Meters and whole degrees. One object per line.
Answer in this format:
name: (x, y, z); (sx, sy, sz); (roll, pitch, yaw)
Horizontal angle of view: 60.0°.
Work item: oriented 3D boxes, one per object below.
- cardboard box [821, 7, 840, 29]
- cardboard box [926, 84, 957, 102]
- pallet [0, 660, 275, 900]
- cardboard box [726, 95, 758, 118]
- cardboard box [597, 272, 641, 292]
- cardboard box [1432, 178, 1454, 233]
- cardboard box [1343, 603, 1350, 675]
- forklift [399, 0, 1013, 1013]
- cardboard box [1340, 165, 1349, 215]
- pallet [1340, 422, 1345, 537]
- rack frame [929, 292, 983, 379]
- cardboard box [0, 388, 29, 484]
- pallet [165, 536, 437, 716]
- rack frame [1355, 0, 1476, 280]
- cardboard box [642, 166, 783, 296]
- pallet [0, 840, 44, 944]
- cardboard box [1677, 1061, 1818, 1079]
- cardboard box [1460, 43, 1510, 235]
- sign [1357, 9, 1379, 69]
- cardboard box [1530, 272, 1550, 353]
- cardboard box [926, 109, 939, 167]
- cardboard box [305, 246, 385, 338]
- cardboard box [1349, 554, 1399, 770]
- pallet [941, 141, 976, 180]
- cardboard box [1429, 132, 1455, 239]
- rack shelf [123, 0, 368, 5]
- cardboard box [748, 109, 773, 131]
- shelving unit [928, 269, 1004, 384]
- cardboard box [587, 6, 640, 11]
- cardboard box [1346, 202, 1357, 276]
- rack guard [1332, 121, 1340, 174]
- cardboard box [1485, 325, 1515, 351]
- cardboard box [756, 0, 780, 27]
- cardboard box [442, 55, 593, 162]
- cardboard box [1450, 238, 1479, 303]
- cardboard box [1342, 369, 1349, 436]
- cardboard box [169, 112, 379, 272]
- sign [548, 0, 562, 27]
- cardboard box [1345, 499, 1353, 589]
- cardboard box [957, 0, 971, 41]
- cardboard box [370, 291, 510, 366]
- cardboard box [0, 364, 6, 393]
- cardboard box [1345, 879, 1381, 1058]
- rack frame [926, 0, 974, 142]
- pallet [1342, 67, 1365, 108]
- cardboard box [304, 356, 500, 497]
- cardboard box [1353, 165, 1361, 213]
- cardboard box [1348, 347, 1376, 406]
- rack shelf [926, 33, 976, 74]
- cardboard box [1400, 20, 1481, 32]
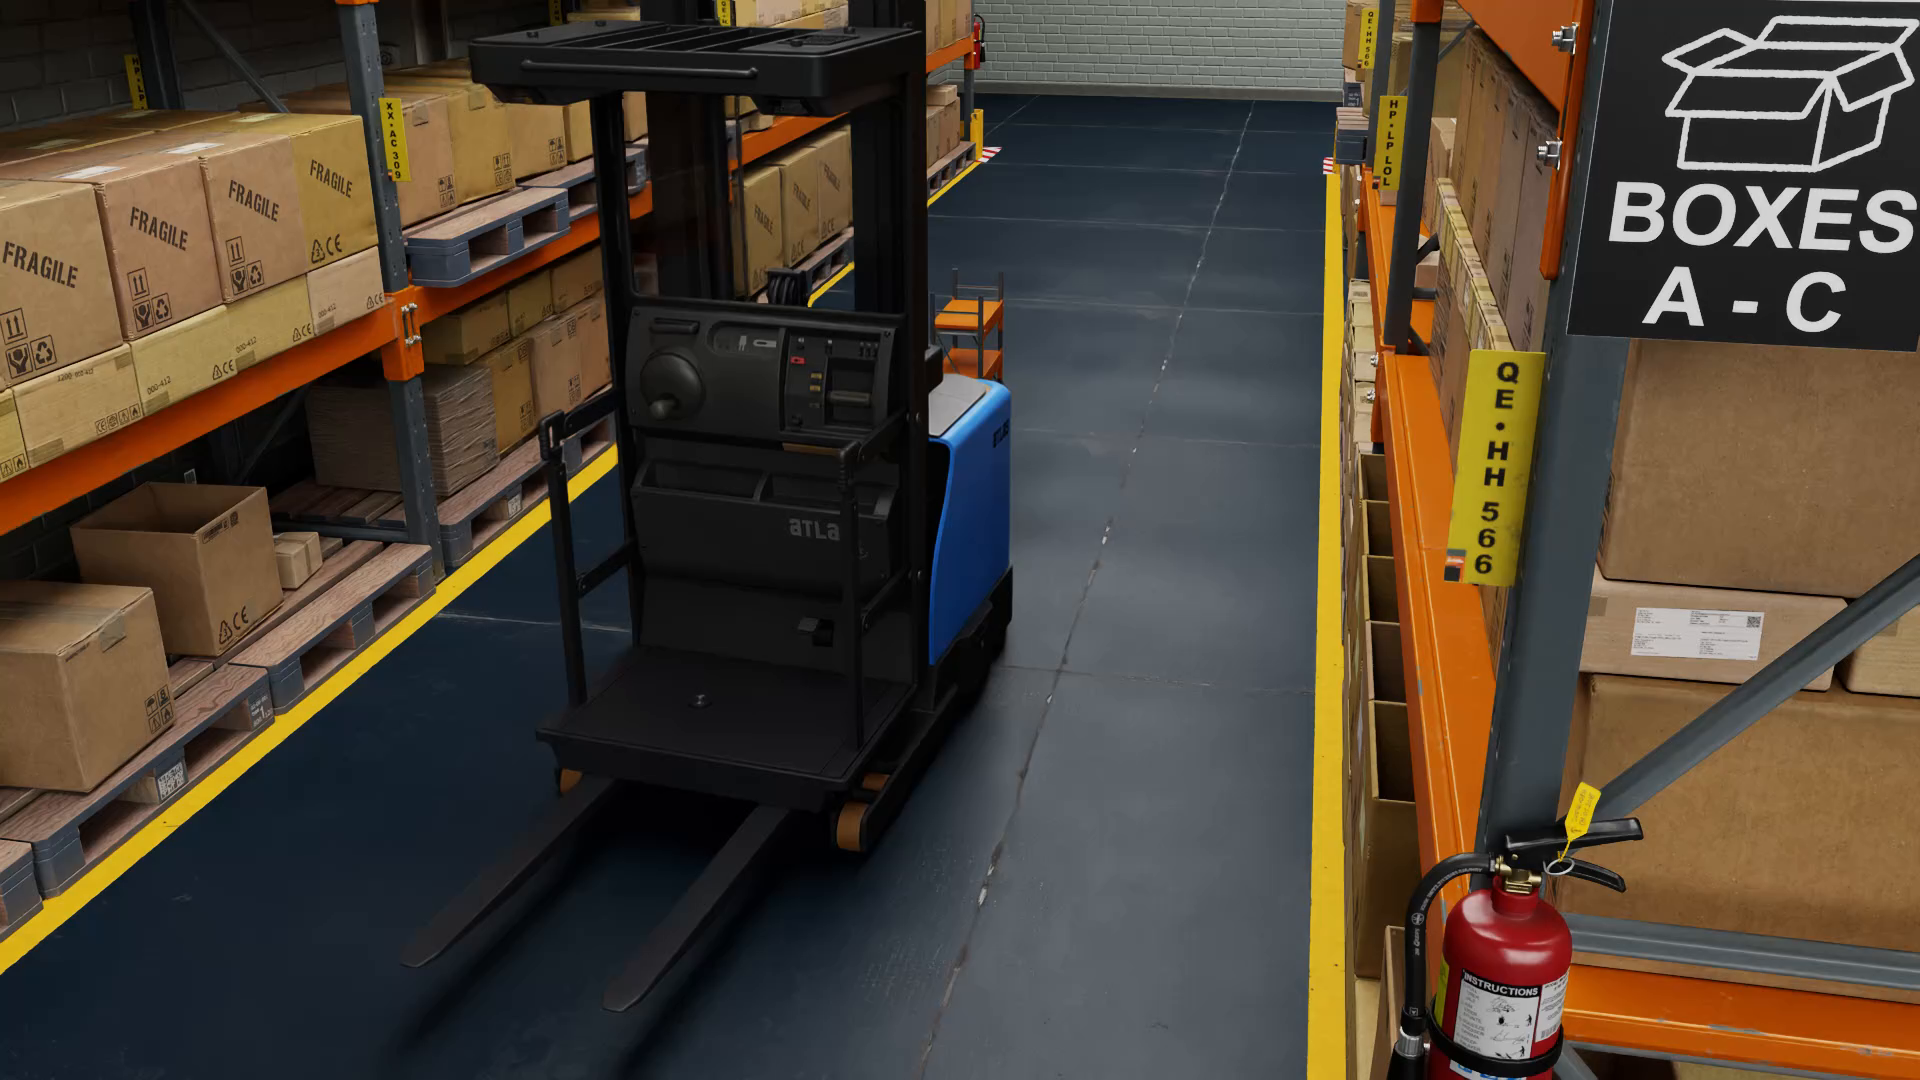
cardboard box: (-1.218, -3.798, 12.710); (0.500, 0.500, 0.500); (4, 22, 11)
cardboard box: (-0.242, -4.638, 17.269); (0.380, 0.149, 0.250); (4, 22, 10)
pallet: (-3.147, 0.752, 5.703); (1.003, 0.211, 1.213); (4, 22, 11)
cardboard box: (-1.632, -3.052, 10.857); (0.500, 0.500, 0.500); (5, 22, 13)
cardboard box: (-2.296, -1.298, 9.818); (0.700, 0.500, 0.500); (4, 22, 11)
cardboard box: (1.808, -1.125, 5.629); (0.380, 0.149, 0.250); (4, 22, 11)
cardboard box: (1.661, 0.366, 6.047); (0.500, 0.250, 0.500); (4, 22, 11)
forklift: (-0.721, -0.521, 5.223); (1.130, 2.935, 3.031); (7, 23, 16)
cardboard box: (3.524, -3.061, 14.196); (0.500, 0.500, 0.500); (4, 22, 11)
pallet: (2.412, -0.287, 8.284); (1.003, 0.211, 1.213); (4, 22, 11)
rack frame: (-0.016, -0.528, 7.558); (0.240, 1.200, 0.015); (4, 22, 11)
cardboard box: (-3.002, -0.245, 4.621); (0.500, 0.250, 0.500); (4, 22, 10)
pallet: (-2.900, 0.305, 6.815); (1.003, 0.211, 1.213); (4, 22, 11)
rack frame: (2.869, -2.324, 9.608); (1.000, 3.000, 0.127); (4, 22, 11)
cardboard box: (-1.703, -2.157, 11.509); (0.750, 0.750, 0.750); (4, 22, 10)
pallet: (-3.398, 1.197, 4.599); (1.003, 0.211, 1.213); (4, 22, 11)
cardboard box: (1.664, 0.973, 3.538); (0.500, 0.500, 0.500); (4, 22, 11)
cardboard box: (1.866, -1.161, 4.852); (0.700, 0.500, 0.500); (4, 22, 11)
sign: (2.336, -2.862, 9.501); (0.100, 0.325, 0.005); (4, 22, 11)
cardboard box: (1.457, -0.428, 3.031); (0.700, 0.500, 0.500); (4, 22, 10)
cardboard box: (-0.598, -4.030, 16.630); (0.700, 0.500, 0.500); (4, 22, 9)
cardboard box: (-2.597, -0.981, 6.447); (0.500, 0.250, 0.500); (5, 22, 11)
cardboard box: (1.448, 0.383, 5.001); (0.500, 0.500, 0.500); (4, 22, 11)
pallet: (-0.435, -4.034, 17.587); (1.003, 0.211, 1.213); (4, 22, 11)
cardboard box: (2.435, -1.563, 7.585); (0.500, 0.500, 0.500); (4, 22, 11)
rack shelf: (-3.206, -1.563, 4.668); (1.077, 0.370, 4.000); (4, 22, 11)
cardboard box: (-1.490, -2.878, 11.293); (0.380, 0.149, 0.250); (5, 23, 13)
shelving unit: (0.034, -0.617, 7.780); (0.258, 1.200, 0.503); (4, 22, 11)
cardboard box: (-2.022, -3.123, 10.001); (0.380, 0.149, 0.250); (2, 22, 4)
cardboard box: (3.037, -2.110, 11.834); (0.500, 0.500, 0.500); (4, 22, 9)
rack guard: (4.486, -4.062, 17.271); (1.175, 0.500, 0.348); (4, 22, 11)
cardboard box: (1.391, -0.373, 3.763); (0.380, 0.149, 0.250); (5, 22, 12)
cardboard box: (-1.527, -3.585, 11.176); (0.500, 0.250, 0.500); (4, 22, 10)
cardboard box: (-2.300, -2.320, 8.877); (0.700, 0.500, 0.500); (4, 22, 11)
cardboard box: (1.601, -0.751, 4.701); (0.380, 0.149, 0.250); (4, 22, 9)
cardboard box: (2.273, -0.699, 8.694); (0.500, 0.250, 0.500); (4, 22, 10)
cardboard box: (-2.591, -1.328, 6.307); (0.500, 0.500, 0.500); (4, 22, 11)
sign: (-2.525, -3.278, 10.428); (0.100, 0.325, 0.005); (4, 22, 11)
cardboard box: (1.854, 0.046, 6.843); (0.500, 0.250, 0.500); (4, 22, 10)
cardboard box: (-0.443, -5.578, 17.286); (0.980, 0.700, 0.700); (5, 23, 13)
cardboard box: (-2.577, -1.061, 8.227); (0.500, 0.250, 0.500); (4, 22, 10)
cardboard box: (-3.000, -0.582, 4.454); (0.500, 0.500, 0.500); (4, 22, 9)
cardboard box: (1.247, 1.097, 4.232); (0.500, 0.250, 0.500); (4, 22, 11)
rack frame: (-0.349, -5.626, 17.807); (1.000, 3.000, 0.127); (4, 22, 11)
pallet: (3.415, -3.414, 12.571); (1.003, 0.211, 1.213); (4, 22, 11)
cardboard box: (-2.664, -0.552, 7.967); (0.700, 0.500, 0.500); (5, 23, 13)
cardboard box: (3.042, -2.472, 11.728); (0.500, 0.250, 0.500); (4, 22, 10)
cardboard box: (2.165, -0.767, 8.110); (0.500, 0.311, 0.500); (4, 22, 10)
rack shelf: (-0.757, -4.561, 16.125); (1.077, 0.370, 4.000); (4, 22, 11)
cardboard box: (3.261, -3.124, 10.899); (0.700, 0.500, 0.500); (9, 24, 21)
